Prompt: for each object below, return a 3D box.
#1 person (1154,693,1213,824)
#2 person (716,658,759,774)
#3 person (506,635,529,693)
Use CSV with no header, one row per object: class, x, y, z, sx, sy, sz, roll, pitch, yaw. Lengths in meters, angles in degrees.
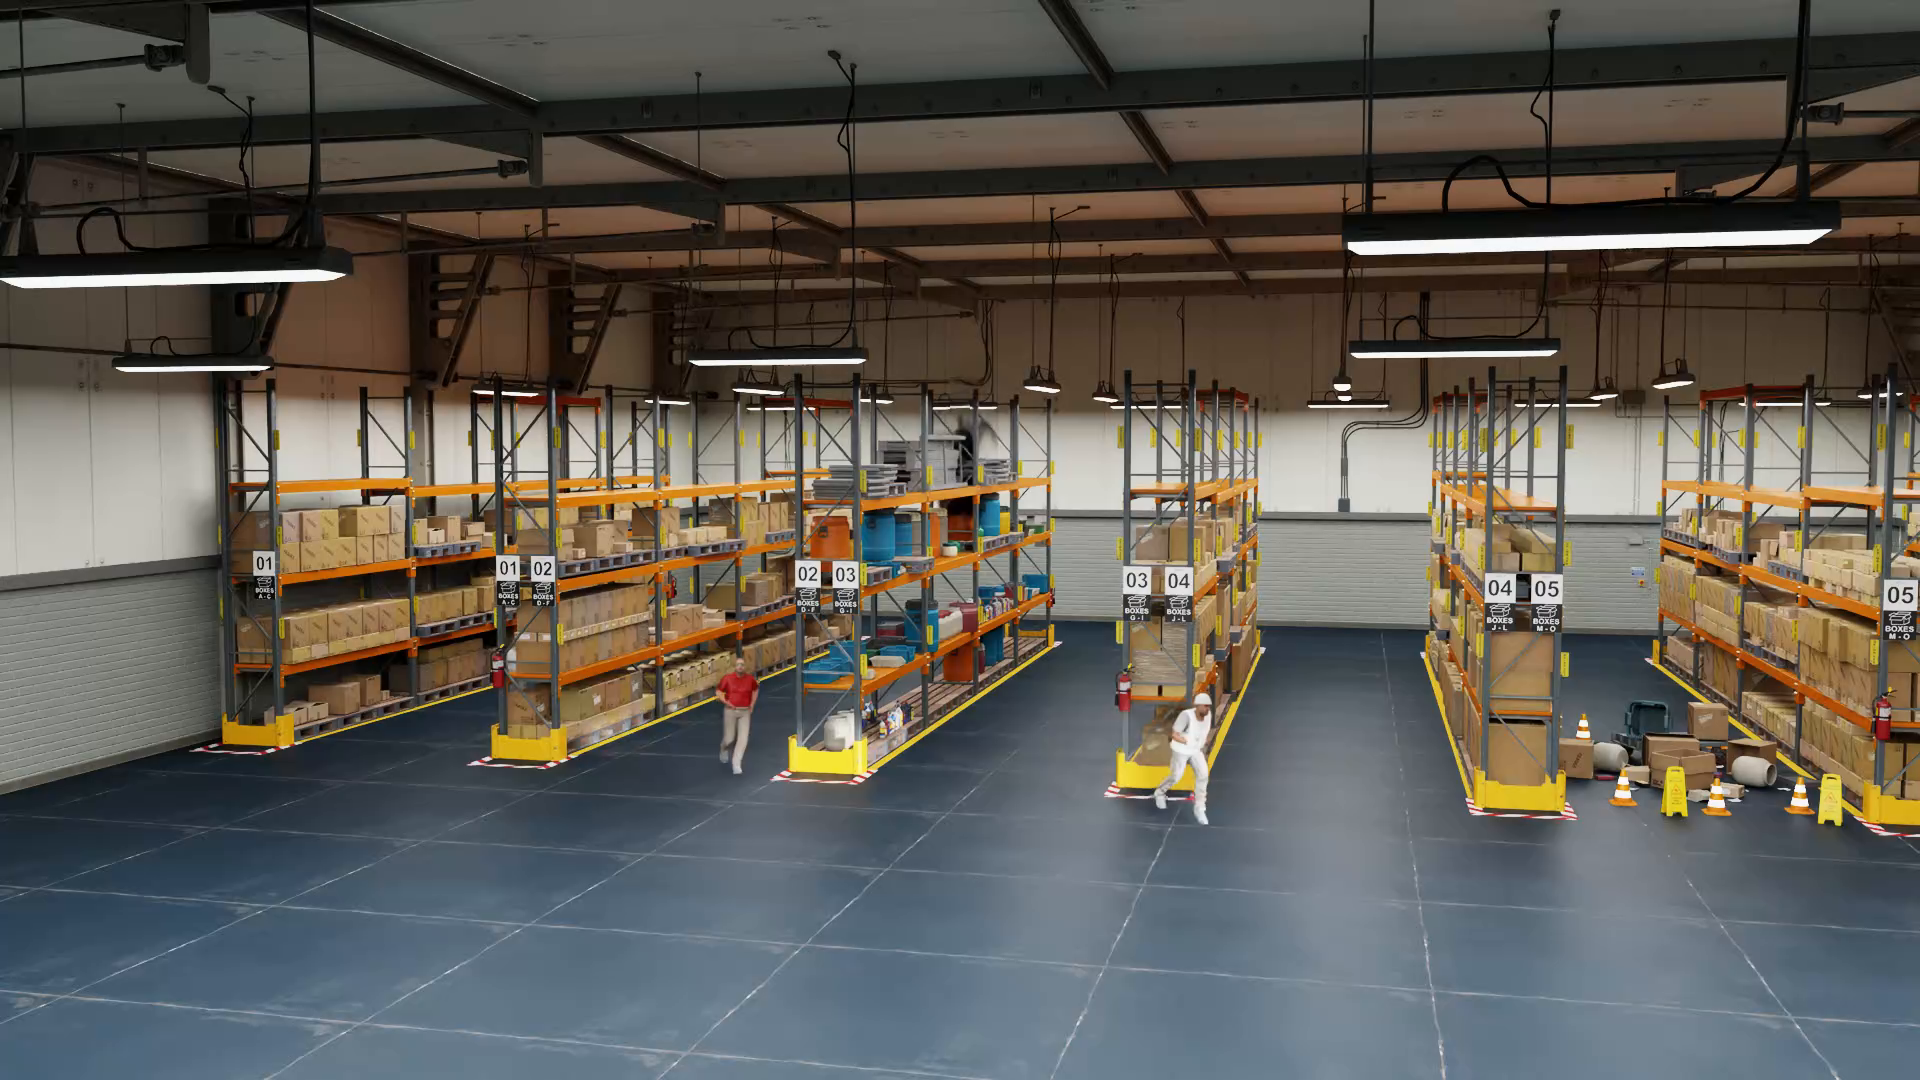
person,2.973,2.850,22.079,0.729,1.732,1.045,-3,4,-37
person,-3.376,2.651,25.285,0.678,1.729,0.788,-1,4,-17
person,-7.607,2.459,28.680,0.578,1.692,0.791,0,3,5
